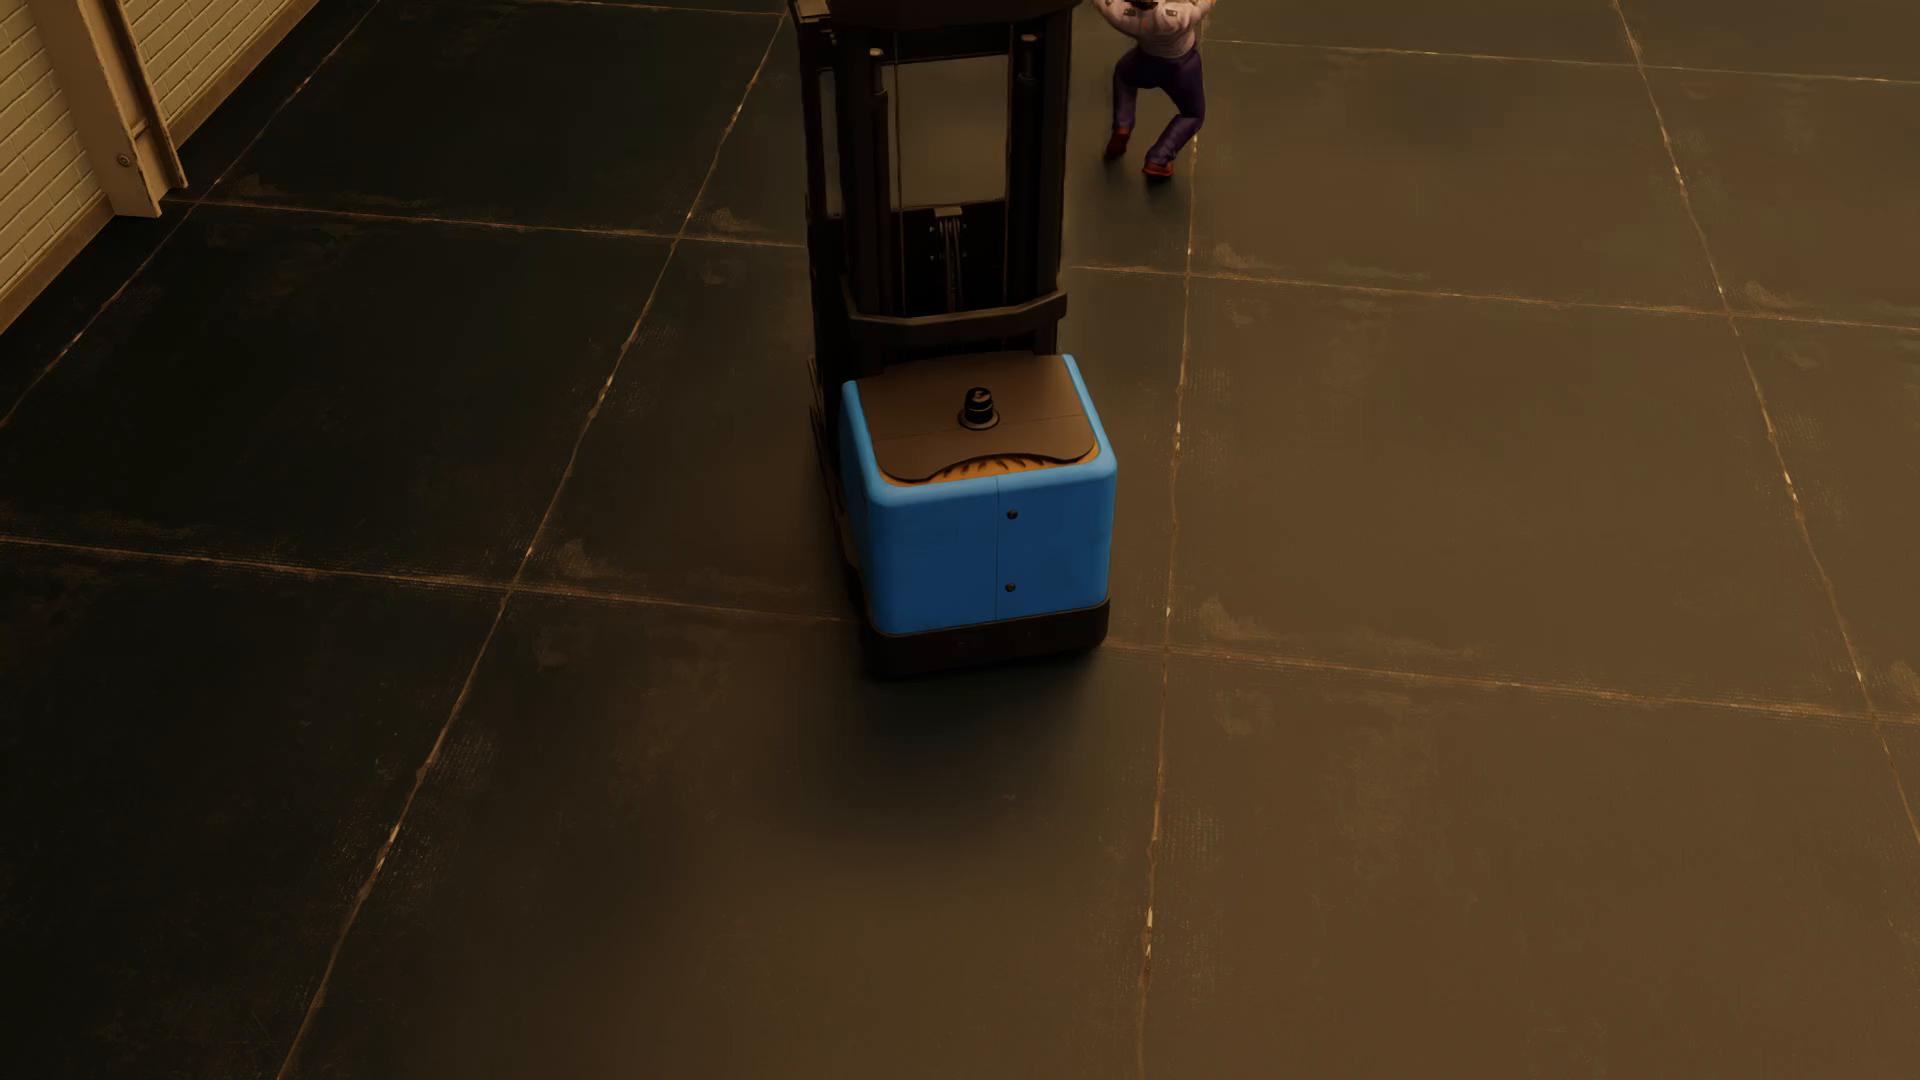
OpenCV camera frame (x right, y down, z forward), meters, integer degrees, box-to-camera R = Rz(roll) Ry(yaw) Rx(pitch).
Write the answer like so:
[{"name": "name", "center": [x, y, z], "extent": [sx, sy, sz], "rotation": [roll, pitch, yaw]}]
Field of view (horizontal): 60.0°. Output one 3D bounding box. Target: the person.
[{"name": "person", "center": [1.066, -2.949, 9.969], "extent": [0.950, 1.577, 0.737], "rotation": [18, 45, 18]}]

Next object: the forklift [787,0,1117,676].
[{"name": "forklift", "center": [-0.147, -1.505, 7.362], "extent": [1.130, 2.935, 3.031], "rotation": [-8, 43, -8]}]
